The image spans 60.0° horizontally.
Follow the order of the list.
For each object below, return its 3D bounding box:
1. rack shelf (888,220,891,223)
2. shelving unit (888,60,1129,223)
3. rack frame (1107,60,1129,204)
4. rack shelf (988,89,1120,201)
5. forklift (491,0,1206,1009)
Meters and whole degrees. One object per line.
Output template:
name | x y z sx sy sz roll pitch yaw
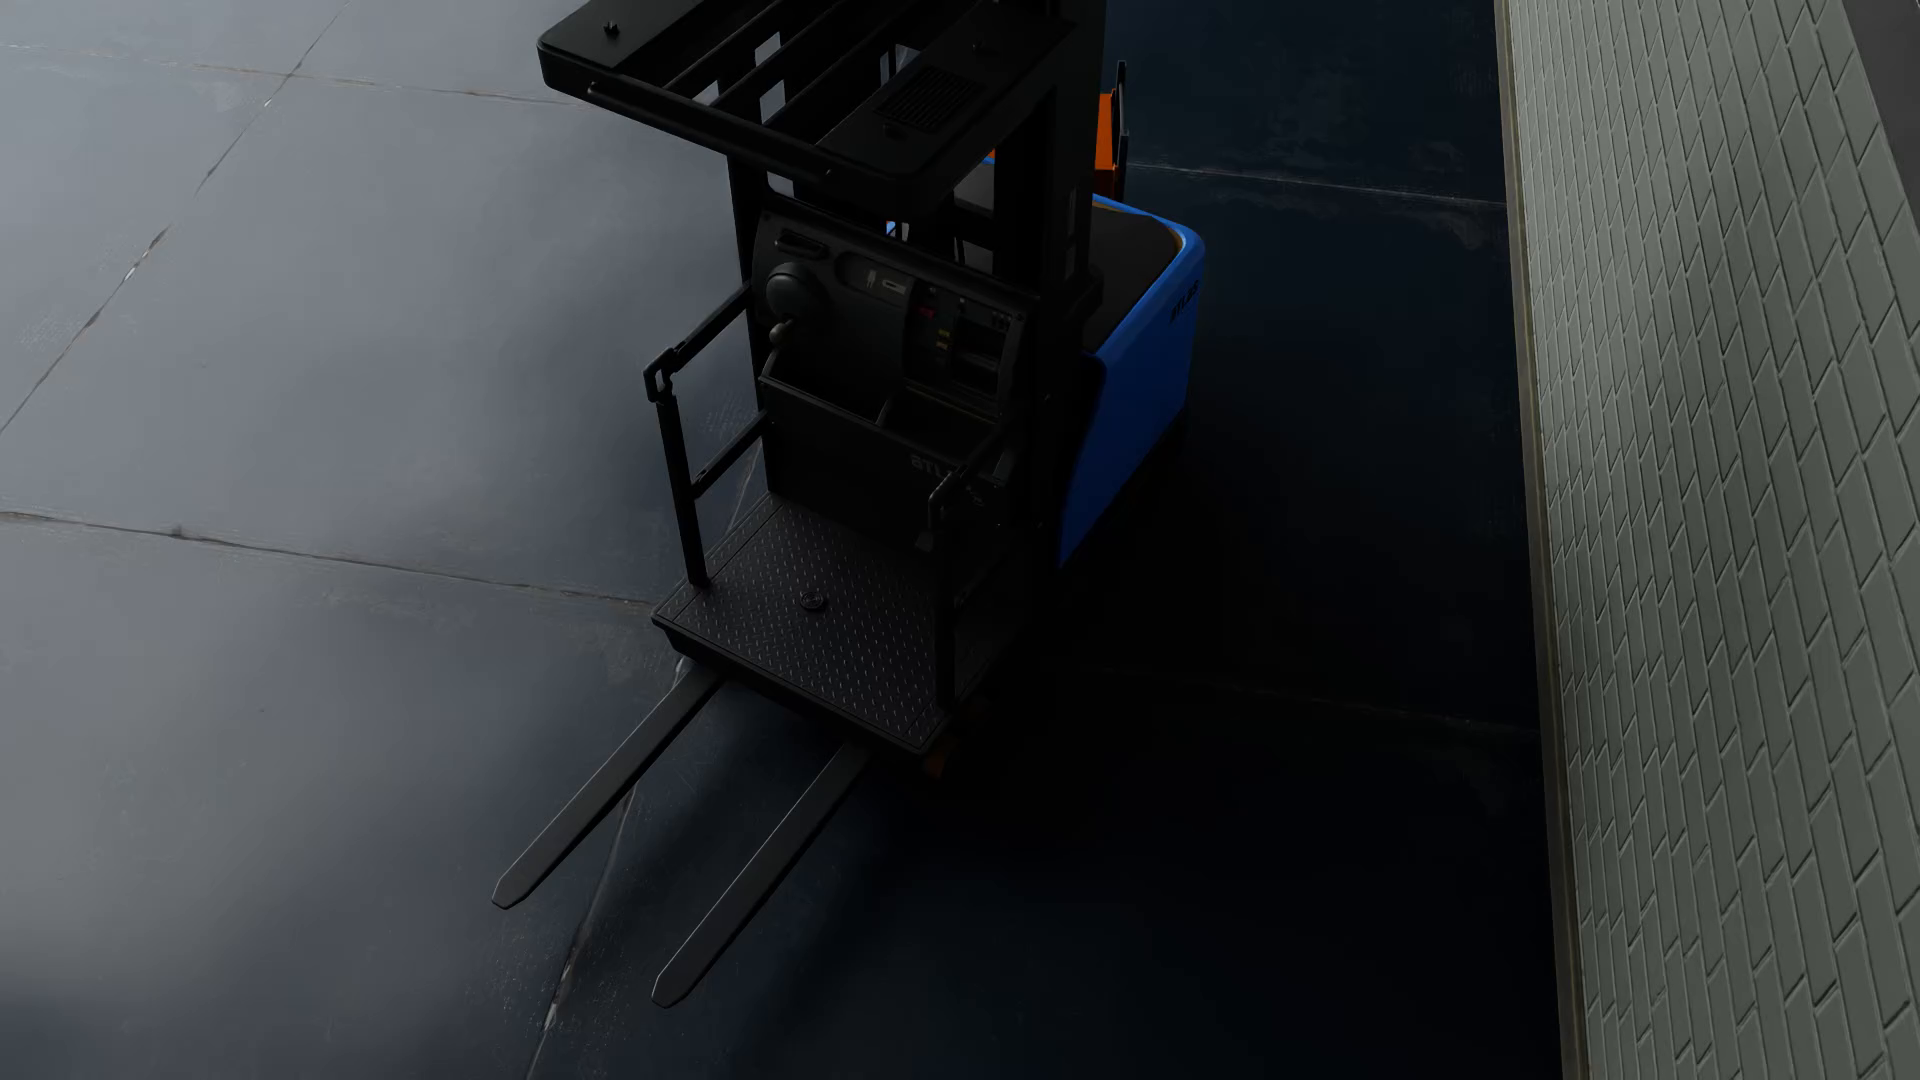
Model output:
rack shelf | 0.104 -1.137 6.844 1.000 0.278 0.538 2 48 2
shelving unit | 0.104 -1.301 6.662 1.048 1.125 0.538 2 48 2
rack frame | 0.612 -1.283 6.647 0.032 1.125 0.500 2 48 2
rack shelf | 0.104 -1.496 6.445 1.000 0.278 0.538 2 48 2
forklift | -0.330 -0.580 4.801 1.130 2.935 3.031 25 53 20
